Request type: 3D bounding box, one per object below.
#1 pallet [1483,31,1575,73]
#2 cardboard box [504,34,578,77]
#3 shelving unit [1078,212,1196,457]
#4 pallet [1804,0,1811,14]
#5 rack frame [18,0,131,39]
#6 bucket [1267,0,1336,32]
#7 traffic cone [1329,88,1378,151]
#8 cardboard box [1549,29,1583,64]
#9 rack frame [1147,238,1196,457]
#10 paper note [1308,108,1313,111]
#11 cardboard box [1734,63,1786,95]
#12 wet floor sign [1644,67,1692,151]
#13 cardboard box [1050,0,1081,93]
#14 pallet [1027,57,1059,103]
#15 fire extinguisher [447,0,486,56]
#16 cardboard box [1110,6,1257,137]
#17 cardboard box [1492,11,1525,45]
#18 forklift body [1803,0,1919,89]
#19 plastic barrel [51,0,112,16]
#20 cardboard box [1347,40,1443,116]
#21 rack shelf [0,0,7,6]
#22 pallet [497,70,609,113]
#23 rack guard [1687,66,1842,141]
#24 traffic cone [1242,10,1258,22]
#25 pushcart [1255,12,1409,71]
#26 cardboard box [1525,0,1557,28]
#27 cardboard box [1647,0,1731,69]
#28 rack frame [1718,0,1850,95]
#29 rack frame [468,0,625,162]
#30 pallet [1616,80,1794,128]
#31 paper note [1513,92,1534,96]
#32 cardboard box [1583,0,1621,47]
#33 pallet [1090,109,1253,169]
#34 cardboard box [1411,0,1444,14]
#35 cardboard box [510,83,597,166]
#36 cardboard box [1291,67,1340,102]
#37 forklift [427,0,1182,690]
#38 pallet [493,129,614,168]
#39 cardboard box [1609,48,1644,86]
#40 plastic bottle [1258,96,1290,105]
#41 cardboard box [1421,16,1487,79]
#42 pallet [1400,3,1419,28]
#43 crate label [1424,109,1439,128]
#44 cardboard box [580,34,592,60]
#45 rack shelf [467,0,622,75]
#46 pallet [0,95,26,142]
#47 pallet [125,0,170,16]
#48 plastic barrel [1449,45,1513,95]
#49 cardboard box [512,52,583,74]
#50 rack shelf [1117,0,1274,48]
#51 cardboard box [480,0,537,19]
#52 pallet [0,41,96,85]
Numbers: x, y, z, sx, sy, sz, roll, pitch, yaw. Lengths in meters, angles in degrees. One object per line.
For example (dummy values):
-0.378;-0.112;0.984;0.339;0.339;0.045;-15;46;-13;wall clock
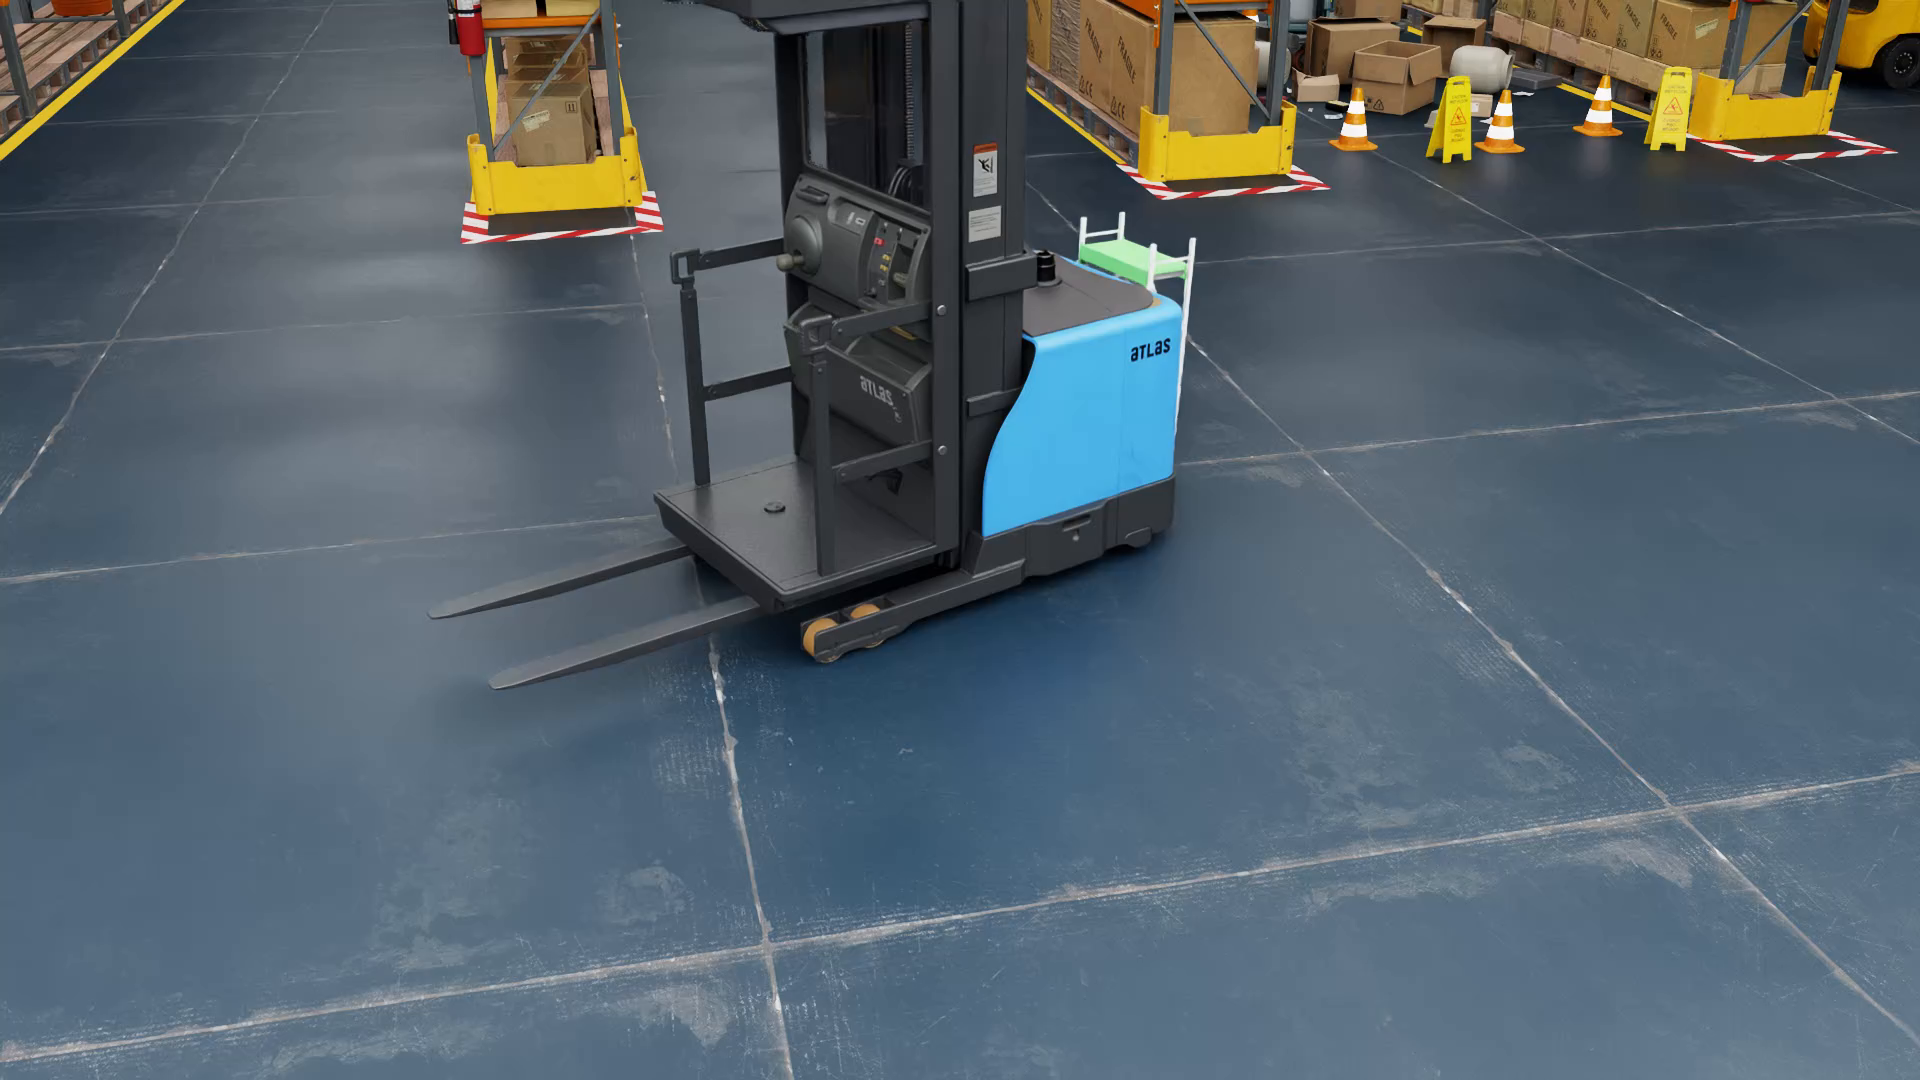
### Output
6.052;-4.970;16.863;1.003;0.211;1.213;-6;27;-12;pallet
-3.601;-4.141;14.434;0.500;0.500;0.500;2;27;5;cardboard box
0.753;-0.825;7.540;0.258;1.200;0.503;-14;30;-31;shelving unit
10.498;-6.087;19.075;1.003;0.211;1.213;-6;27;-12;pallet
-9.516;-6.753;17.300;1.000;3.000;0.127;-6;27;-12;rack frame
3.343;-5.351;16.468;0.726;0.611;0.620;3;17;6;bucket
3.232;-3.448;13.568;0.336;0.463;0.334;-6;27;-12;traffic cone
5.990;-4.714;15.846;0.500;0.250;0.500;-6;27;-12;cardboard box
0.888;-0.733;7.358;0.240;1.200;0.015;-14;30;-31;rack frame
3.131;-3.841;14.849;0.032;0.001;0.123;8;28;15;paper note
6.856;-4.092;14.615;0.500;0.250;0.500;-6;27;-12;cardboard box
5.768;-3.507;13.482;0.267;0.644;0.232;3;27;6;wet floor sign
1.347;-4.520;14.767;0.875;0.875;0.875;-6;27;-11;cardboard box
1.162;-4.373;15.679;1.003;0.211;1.213;-6;27;-12;pallet
-3.310;-3.612;11.164;0.296;0.674;0.183;-6;27;-12;fire extinguisher
1.751;-3.733;13.209;0.875;0.875;0.875;-6;27;-11;cardboard box
5.736;-5.180;16.769;0.500;0.250;0.500;-7;28;-14;cardboard box
9.398;-5.524;15.808;2.313;2.155;1.214;-6;27;-12;forklift body
-9.642;-6.185;18.117;0.600;0.830;0.708;-6;27;-12;plastic barrel
3.906;-4.150;14.913;0.637;0.503;0.797;19;32;32;cardboard box
-8.163;-3.798;12.244;1.077;0.370;4.000;-6;27;-12;rack shelf
-3.603;-3.964;14.869;1.003;0.211;1.213;-6;27;-12;pallet
6.751;-3.668;13.962;1.175;0.500;0.348;-6;27;-12;rack guard
3.183;-5.802;18.231;0.336;0.463;0.334;-6;27;-12;traffic cone
3.656;-5.082;16.900;1.648;0.377;0.936;-16;31;-29;pushcart
5.869;-5.281;16.137;0.500;0.500;0.500;-5;27;-10;cardboard box
6.333;-4.370;14.333;0.500;0.500;0.500;-6;27;-11;cardboard box
6.768;-4.750;13.332;1.000;3.000;0.127;-6;27;-12;rack frame
-2.887;-3.744;11.339;1.000;3.000;0.127;-6;27;-12;rack frame
6.602;-3.899;14.741;1.003;0.211;1.213;-6;27;-12;pallet
5.232;-4.148;15.435;0.142;0.019;0.148;-16;31;-29;paper note
6.106;-4.821;15.226;0.500;0.500;0.500;-7;28;-13;cardboard box
1.712;-3.301;13.557;1.003;0.211;1.213;-6;27;-12;pallet
5.581;-6.066;18.389;0.950;0.372;0.625;-4;27;-8;cardboard box
-3.012;-3.091;12.354;0.500;0.500;0.500;-1;27;-2;cardboard box
3.248;-4.171;15.219;0.396;0.266;0.258;-1;27;-3;cardboard box
-0.570;-1.112;6.200;3.031;2.935;1.130;-18;32;-31;forklift
-3.053;-2.893;12.747;1.003;0.211;1.213;-6;27;-12;pallet
6.215;-4.266;14.958;0.500;0.250;0.500;-6;27;-11;cardboard box
2.859;-4.002;15.110;0.283;0.061;0.133;-16;31;-29;plastic bottle
4.782;-4.783;16.168;0.500;0.500;0.500;13;30;24;cardboard box
5.411;-6.140;19.180;1.003;0.211;1.213;-6;27;-12;pallet
4.172;-3.607;14.244;0.250;0.136;0.298;-23;35;-38;crate label
-3.906;-4.852;15.820;0.700;0.500;0.500;-8;28;-16;cardboard box
-3.338;-4.301;13.240;1.077;0.370;4.000;-6;27;-12;rack shelf
-8.503;-3.453;13.857;1.003;0.211;1.213;-6;27;-12;pallet
-10.005;-6.385;19.665;1.003;0.211;1.213;-6;27;-12;pallet
4.827;-4.353;15.405;0.512;0.421;0.421;13;30;24;plastic barrel
-3.302;-3.627;13.415;0.500;0.500;0.500;-3;27;-7;cardboard box
1.517;-4.760;14.150;1.077;0.370;4.000;-6;27;-12;rack shelf
-3.152;-3.736;11.602;0.380;0.149;0.250;-6;27;-12;cardboard box
-9.107;-4.630;16.188;1.003;0.211;1.213;-6;27;-12;pallet
